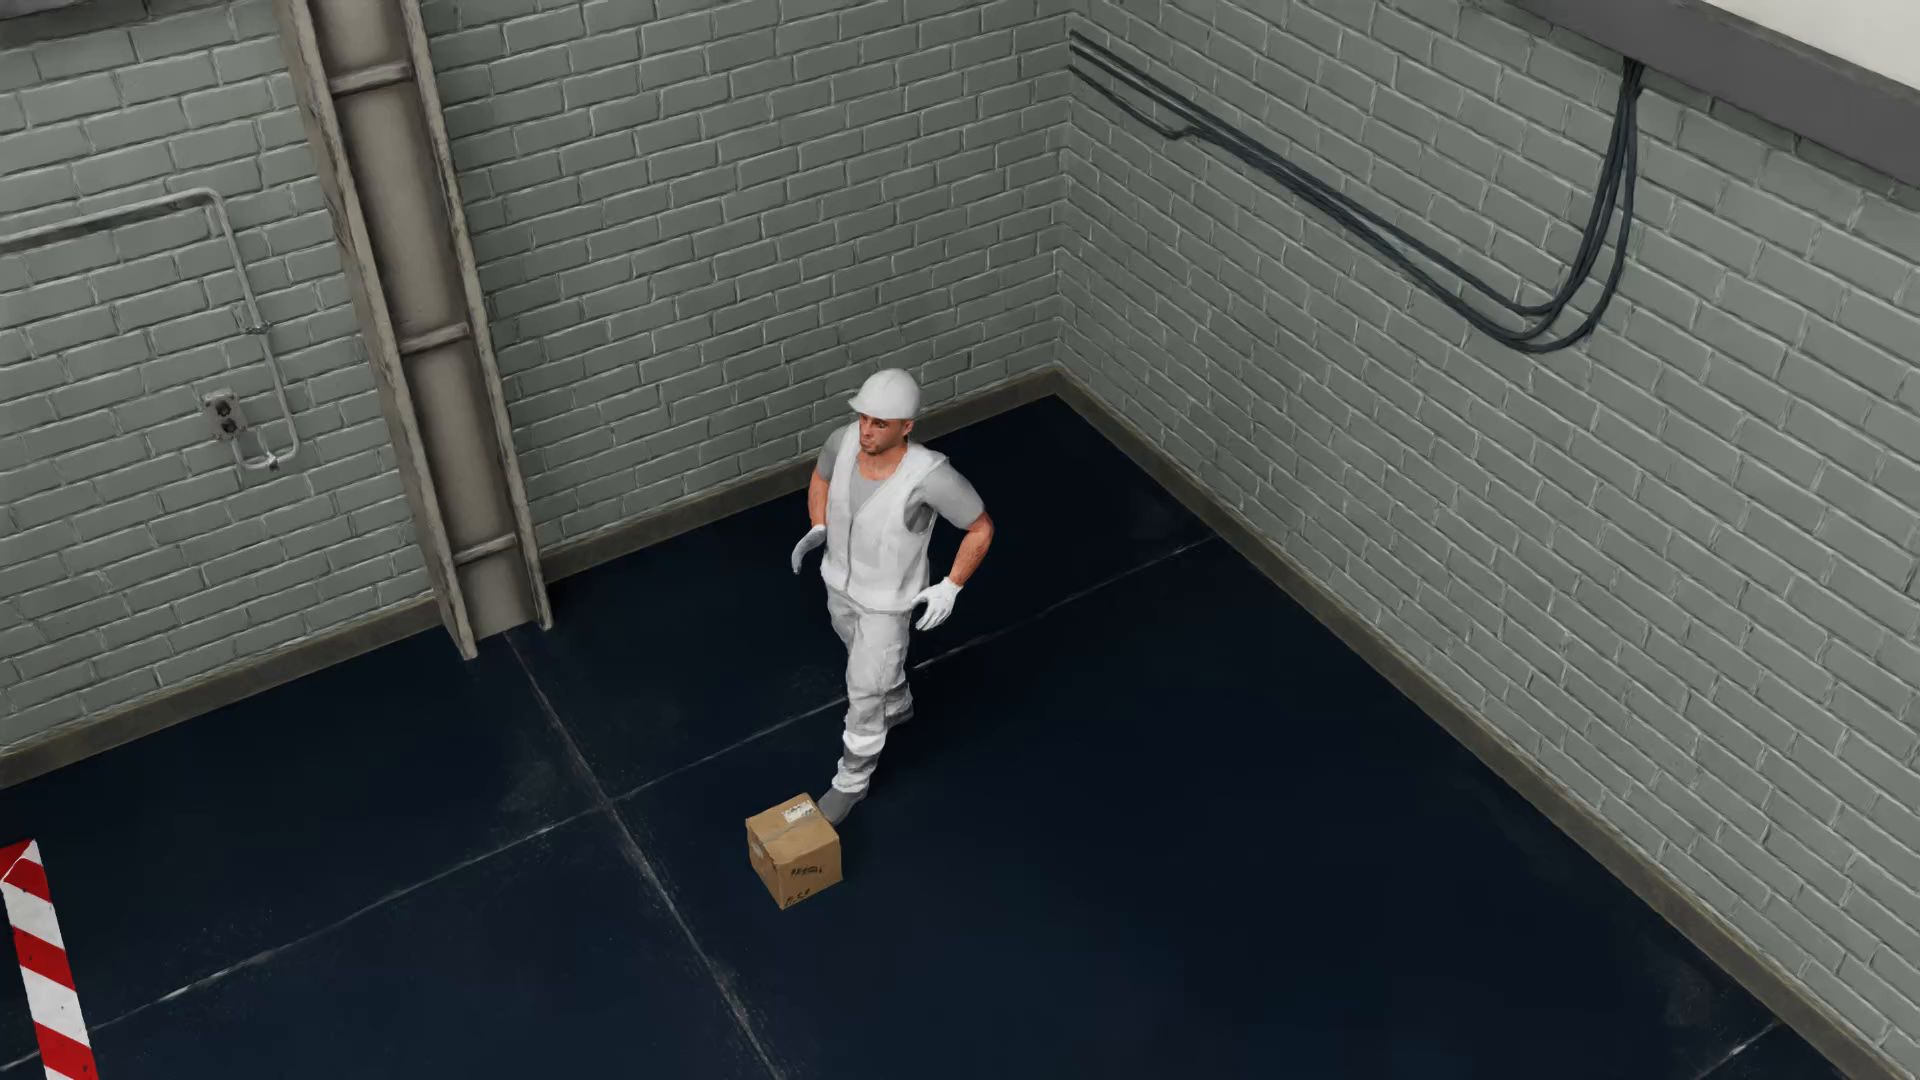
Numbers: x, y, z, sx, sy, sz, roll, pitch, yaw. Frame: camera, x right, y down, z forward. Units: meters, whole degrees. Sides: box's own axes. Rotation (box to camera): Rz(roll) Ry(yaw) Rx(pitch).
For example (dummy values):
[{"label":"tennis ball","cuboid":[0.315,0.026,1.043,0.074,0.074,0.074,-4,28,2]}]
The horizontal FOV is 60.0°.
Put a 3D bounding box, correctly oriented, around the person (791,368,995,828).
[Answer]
[{"label":"person","cuboid":[-0.363,0.227,5.877,0.709,1.796,0.709,28,48,29]}]
